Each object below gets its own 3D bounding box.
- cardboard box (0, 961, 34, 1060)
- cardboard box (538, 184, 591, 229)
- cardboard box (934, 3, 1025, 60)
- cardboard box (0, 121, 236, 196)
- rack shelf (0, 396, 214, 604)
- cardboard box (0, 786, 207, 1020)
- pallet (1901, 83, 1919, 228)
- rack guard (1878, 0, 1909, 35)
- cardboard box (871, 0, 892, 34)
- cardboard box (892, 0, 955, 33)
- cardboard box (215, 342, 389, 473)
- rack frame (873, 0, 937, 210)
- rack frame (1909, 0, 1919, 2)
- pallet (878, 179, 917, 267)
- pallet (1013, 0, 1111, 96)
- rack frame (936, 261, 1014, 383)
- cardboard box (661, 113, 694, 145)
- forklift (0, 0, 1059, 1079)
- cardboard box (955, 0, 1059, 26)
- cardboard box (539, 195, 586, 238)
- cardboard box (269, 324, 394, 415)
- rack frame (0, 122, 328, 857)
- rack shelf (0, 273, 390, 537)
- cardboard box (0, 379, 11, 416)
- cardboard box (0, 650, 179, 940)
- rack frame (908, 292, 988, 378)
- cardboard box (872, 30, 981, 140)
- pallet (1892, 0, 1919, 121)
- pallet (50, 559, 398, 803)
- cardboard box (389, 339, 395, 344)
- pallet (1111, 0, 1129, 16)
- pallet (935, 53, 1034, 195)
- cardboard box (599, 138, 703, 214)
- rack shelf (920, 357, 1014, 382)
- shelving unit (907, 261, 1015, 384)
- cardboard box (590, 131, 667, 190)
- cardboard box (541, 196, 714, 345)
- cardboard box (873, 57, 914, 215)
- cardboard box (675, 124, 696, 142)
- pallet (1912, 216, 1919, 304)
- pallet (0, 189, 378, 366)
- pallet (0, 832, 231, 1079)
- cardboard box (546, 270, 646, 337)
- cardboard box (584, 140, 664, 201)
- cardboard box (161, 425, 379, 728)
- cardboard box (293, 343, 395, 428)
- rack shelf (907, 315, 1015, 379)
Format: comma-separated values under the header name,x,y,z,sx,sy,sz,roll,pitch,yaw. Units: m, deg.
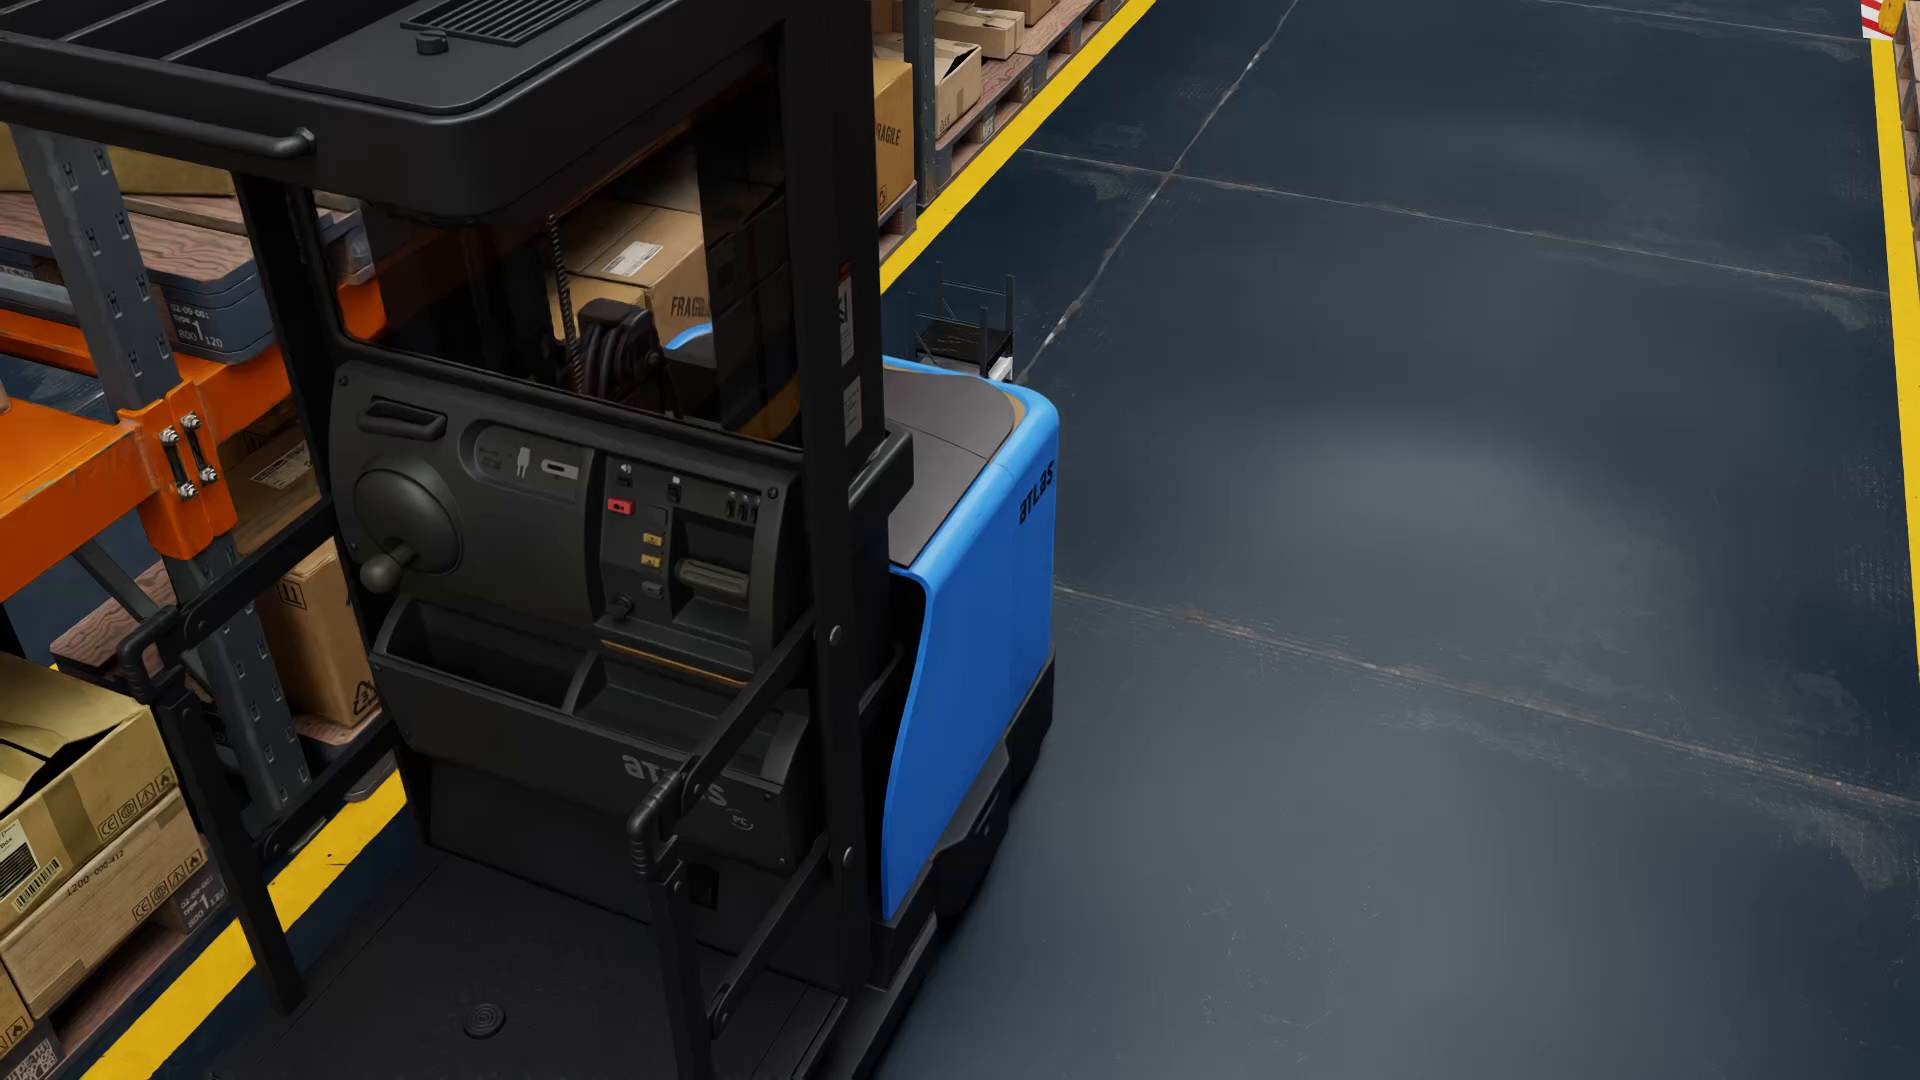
name,x,y,z,sx,sy,sz,roll,pitch,yaw
cardboard box,-2.278,1.014,3.334,0.500,0.250,0.500,13,39,17
cardboard box,-1.569,-1.199,5.442,0.500,0.250,0.500,13,39,17
cardboard box,0.091,-2.473,8.052,0.380,0.166,0.250,14,39,18
cardboard box,-1.975,-1.135,3.829,0.700,0.500,0.500,2,37,2
rack shelf,-2.872,0.843,2.217,1.077,0.370,4.000,14,39,18
cardboard box,-2.085,0.728,3.717,0.500,0.250,0.500,15,39,19
pallet,4.697,-1.613,7.232,1.003,0.211,1.213,14,39,18
rack guard,5.510,-2.866,8.667,1.175,0.500,0.348,14,39,18
cardboard box,-0.634,-2.322,7.572,0.500,0.500,0.500,14,39,18
cardboard box,-0.349,-2.662,8.184,0.500,0.311,0.500,14,39,18
cardboard box,-1.972,-0.299,4.864,0.500,0.500,0.500,15,39,20
rack frame,-0.589,-2.767,6.446,1.000,3.000,0.127,14,39,18
rack frame,5.513,-3.851,7.897,1.000,3.000,0.127,14,39,18
pallet,-0.863,-1.191,6.667,1.003,0.211,1.213,14,39,18
pallet,0.136,-2.708,8.697,1.003,0.211,1.213,14,39,18
rack frame,0.042,-0.421,5.062,0.240,0.900,0.006,14,39,18
cardboard box,-1.191,-1.432,6.381,0.500,0.500,0.500,14,39,18
forklift,-0.803,0.032,2.759,1.130,2.935,3.031,15,39,19
cardboard box,0.122,-2.985,8.455,0.797,0.503,0.637,14,39,18
cardboard box,-1.581,-0.877,5.638,0.500,0.500,0.500,12,39,16
cardboard box,-1.954,-0.631,4.683,0.500,0.250,0.500,15,39,19
rack frame,-2.111,-0.552,3.484,1.000,3.000,0.127,14,39,18
rack shelf,-1.350,-1.372,5.180,1.077,0.370,4.000,14,39,18
cardboard box,-2.289,-0.325,3.254,0.500,0.311,0.500,16,40,21
cardboard box,-2.082,0.502,3.550,0.500,0.311,0.500,15,39,19
rack frame,-0.036,-0.309,4.911,0.240,0.900,0.006,14,39,18
cardboard box,-0.229,-2.049,7.365,0.500,0.311,0.500,14,39,18
pallet,5.163,-2.287,8.133,1.003,0.211,1.213,14,39,18
pallet,-1.791,0.160,4.860,1.003,0.211,1.213,14,39,18
cardboard box,-1.775,-0.585,5.248,0.500,0.500,0.500,12,39,16
pallet,0.602,-3.381,9.597,1.003,0.211,1.213,14,39,18
pallet,-0.326,-2.030,7.790,1.003,0.211,1.213,14,39,18
cardboard box,-0.898,-1.054,5.875,0.500,0.500,0.500,14,39,18
rack shelf,0.003,-0.482,4.899,0.258,0.077,0.200,14,39,18
shelving unit,0.003,-0.365,4.987,0.258,0.900,0.210,14,39,18
cardboard box,-1.378,-1.476,5.814,0.500,0.250,0.500,14,39,18
cardboard box,-1.090,-0.772,5.498,0.500,0.500,0.500,13,39,16
cardboard box,-0.511,-1.603,6.610,0.500,0.500,0.500,14,39,17
cardboard box,-0.707,-1.332,6.247,0.500,0.500,0.500,14,39,18
pallet,4.235,-0.936,6.325,1.003,0.211,1.213,14,39,18
pallet,-1.918,-0.867,4.064,1.213,0.211,1.003,14,39,18
pallet,-2.460,1.011,3.720,1.003,0.211,1.213,14,39,18
cardboard box,-1.284,-0.482,5.110,0.500,0.500,0.500,13,39,17
cardboard box,-1.388,-1.157,6.013,0.500,0.500,0.500,14,39,18
cardboard box,-1.673,0.086,4.350,0.500,0.500,0.500,15,39,20
cardboard box,-1.479,-0.205,4.740,0.500,0.500,0.500,12,39,16
rack shelf,0.003,-0.555,4.845,0.258,0.077,0.200,14,39,18
